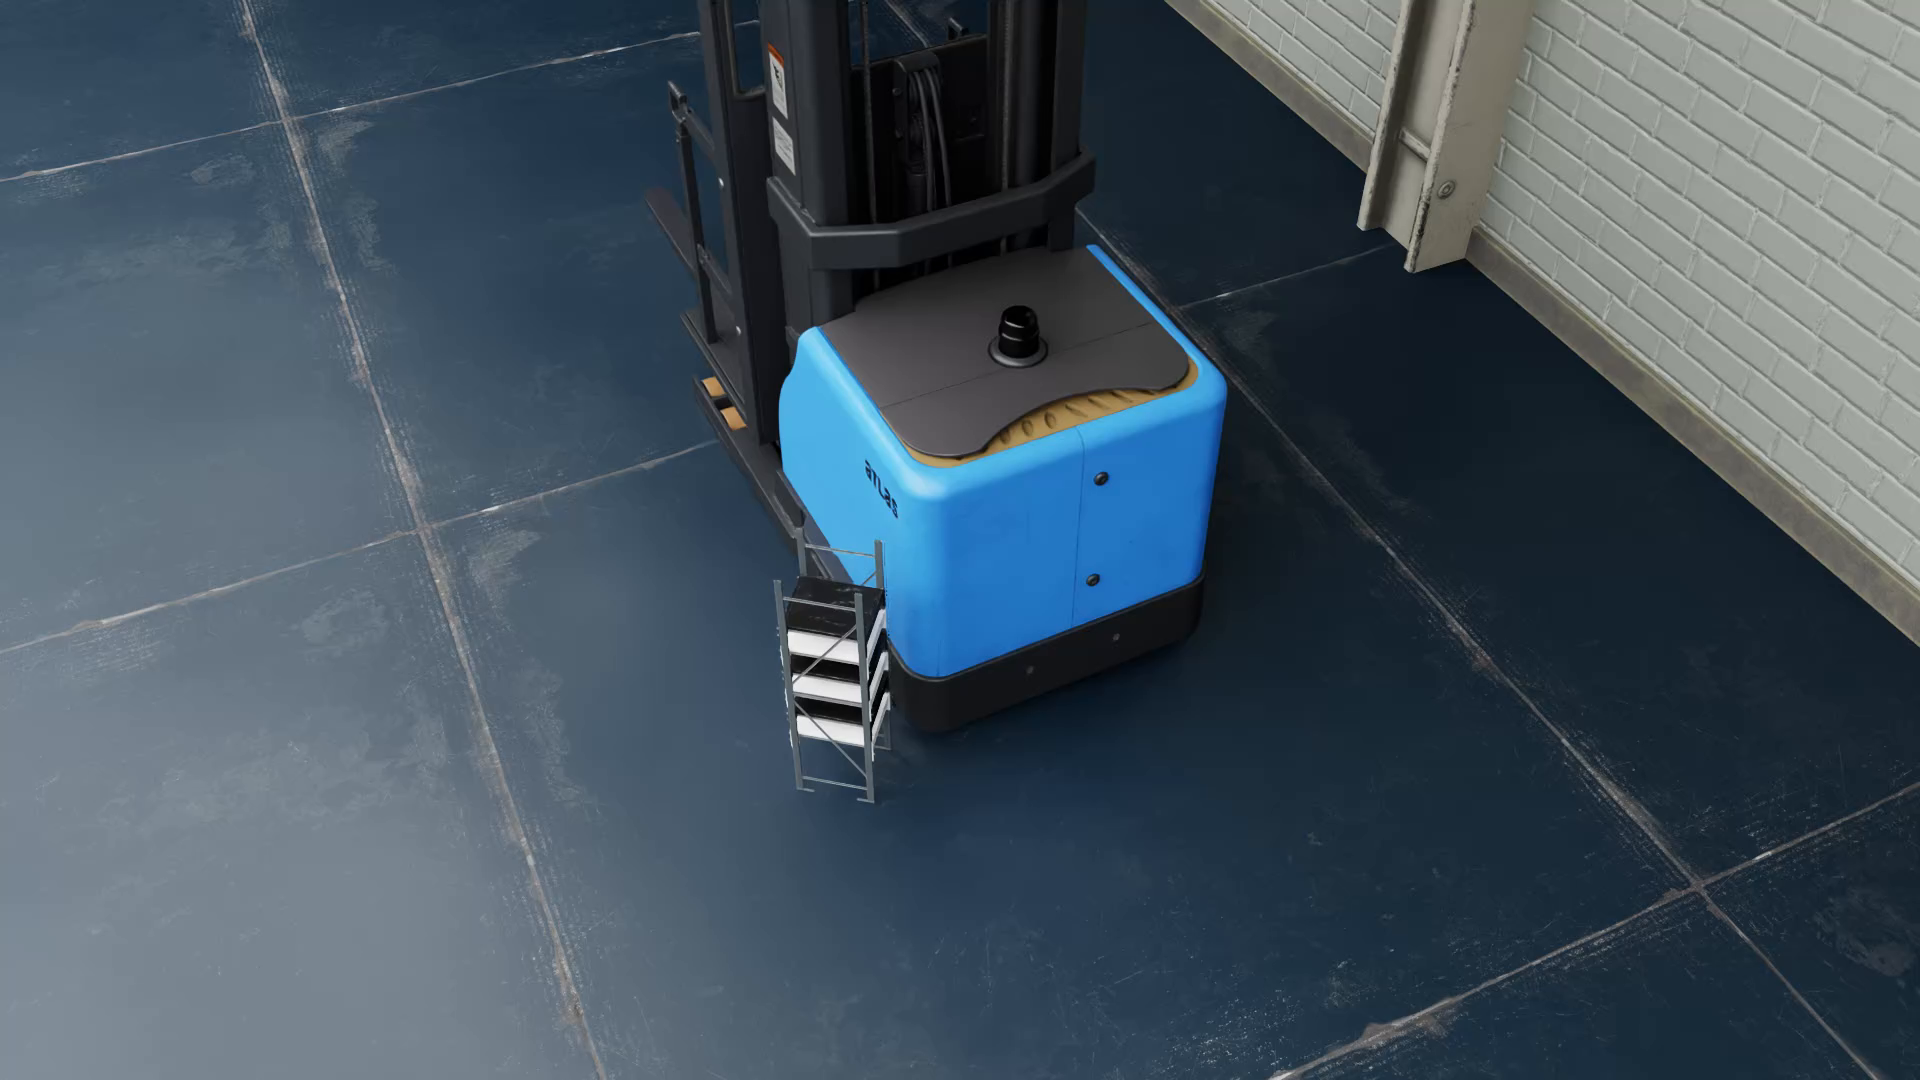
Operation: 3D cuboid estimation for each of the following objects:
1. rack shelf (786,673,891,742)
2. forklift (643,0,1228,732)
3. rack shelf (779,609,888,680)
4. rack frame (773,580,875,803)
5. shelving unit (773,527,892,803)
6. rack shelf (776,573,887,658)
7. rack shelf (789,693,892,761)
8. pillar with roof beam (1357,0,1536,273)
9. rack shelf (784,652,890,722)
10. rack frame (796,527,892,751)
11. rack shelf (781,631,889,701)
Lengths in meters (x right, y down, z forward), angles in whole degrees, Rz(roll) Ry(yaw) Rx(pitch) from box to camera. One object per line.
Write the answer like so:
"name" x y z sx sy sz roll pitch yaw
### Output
"rack shelf" -0.349 0.463 4.816 0.258 0.077 0.200 9 45 9
"forklift" -0.335 -1.496 5.180 1.130 2.935 3.031 -19 48 -19
"rack shelf" -0.349 0.271 4.626 0.258 0.077 0.200 9 45 9
"rack frame" -0.371 0.445 4.659 0.240 0.900 0.006 9 45 9
"shelving unit" -0.349 0.375 4.729 0.258 0.900 0.210 9 45 9
"rack shelf" -0.349 0.206 4.563 0.258 0.077 0.200 9 45 9
"rack shelf" -0.349 0.527 4.879 0.258 0.077 0.200 9 45 9
"pillar with roof beam" -1.988 -3.203 2.589 9.100 9.000 0.400 -18 47 -17
"rack shelf" -0.349 0.399 4.753 0.258 0.077 0.200 9 45 9
"rack frame" -0.327 0.305 4.800 0.240 0.900 0.006 9 45 9
"rack shelf" -0.349 0.335 4.690 0.258 0.077 0.200 9 45 9
